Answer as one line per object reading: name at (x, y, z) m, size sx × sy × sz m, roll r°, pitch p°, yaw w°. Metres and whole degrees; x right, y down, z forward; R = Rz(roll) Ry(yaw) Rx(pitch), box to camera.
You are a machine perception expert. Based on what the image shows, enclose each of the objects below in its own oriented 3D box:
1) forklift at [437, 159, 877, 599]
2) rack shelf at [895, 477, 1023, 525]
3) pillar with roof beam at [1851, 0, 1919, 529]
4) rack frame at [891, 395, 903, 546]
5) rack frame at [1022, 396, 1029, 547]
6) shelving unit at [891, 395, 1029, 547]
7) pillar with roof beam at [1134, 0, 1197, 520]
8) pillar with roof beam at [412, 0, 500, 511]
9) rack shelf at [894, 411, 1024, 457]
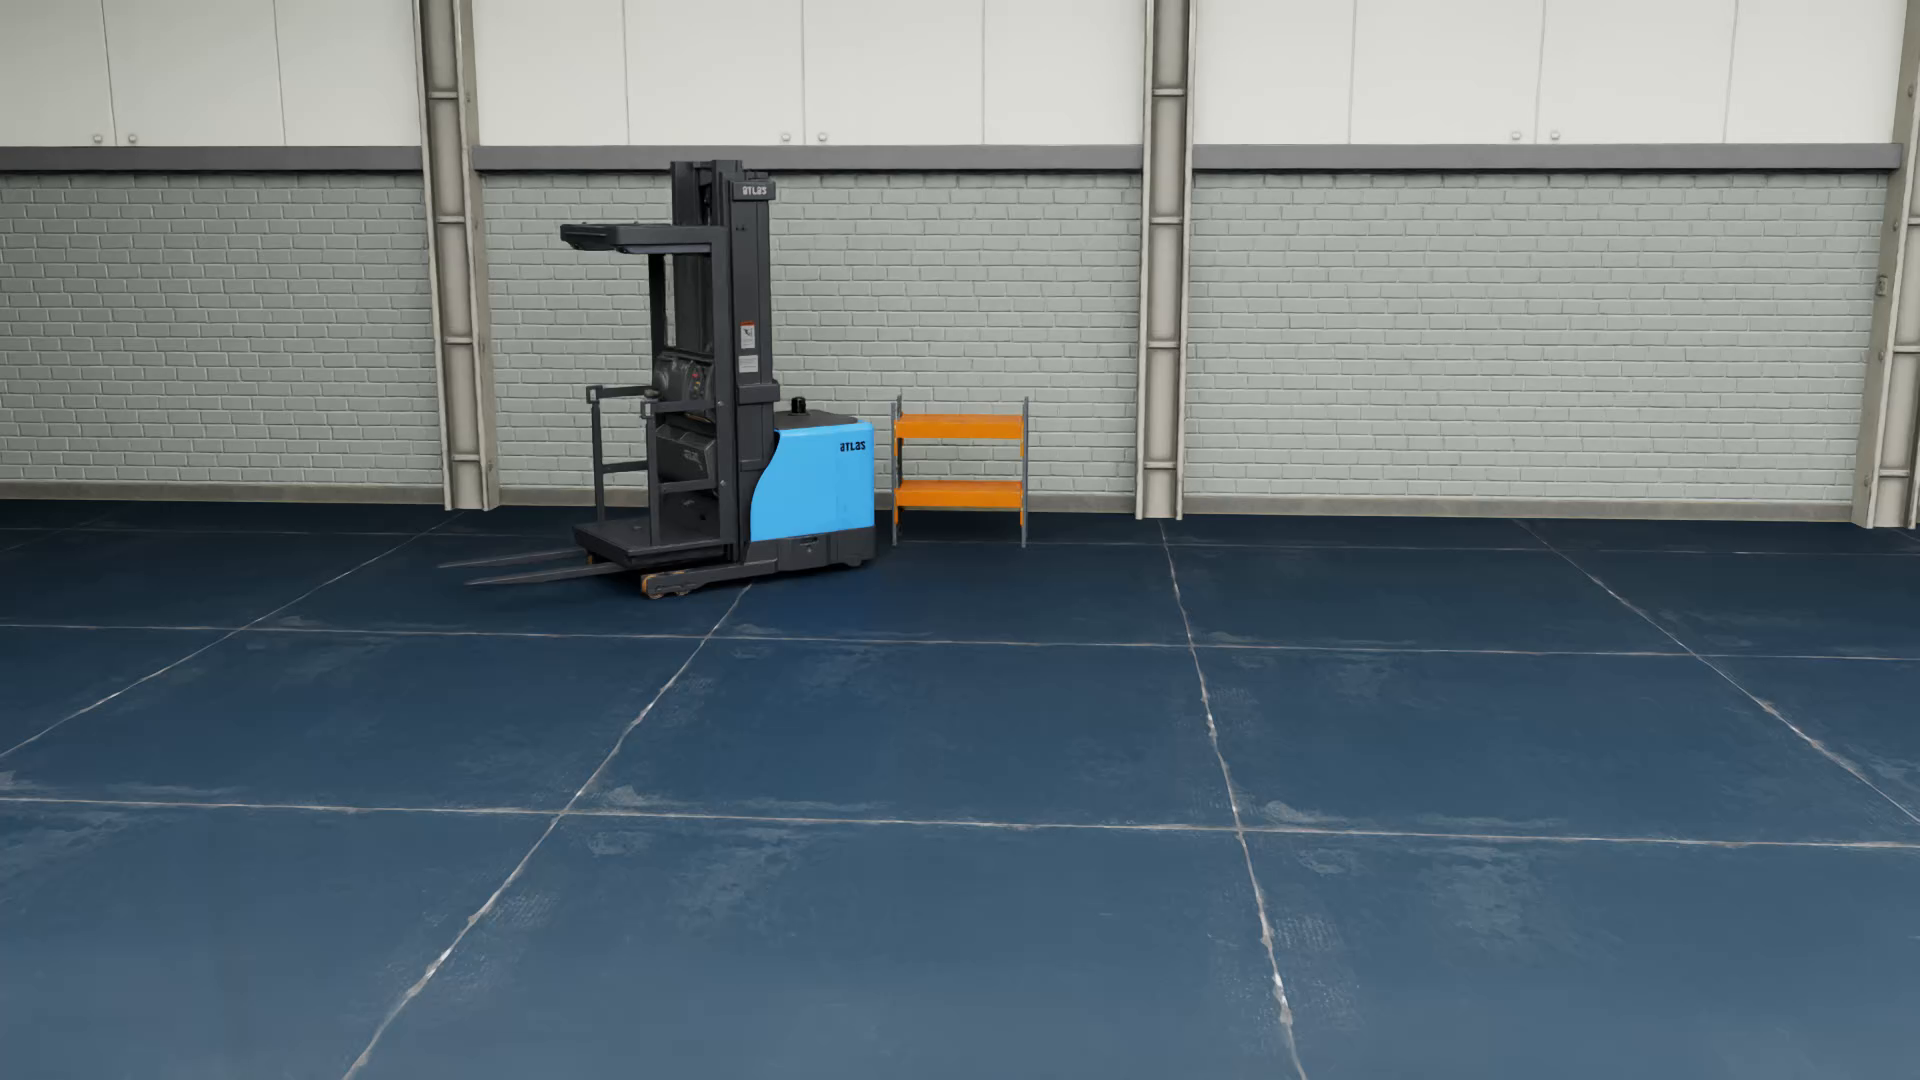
forklift at (-2.126, -1.156, 11.634) m, size 3.031 × 2.935 × 1.130 m, roll -8°, pitch 14°, yaw -33°
rack shelf at (0.007, -0.311, 13.203) m, size 1.000 × 0.278 × 0.538 m, roll 1°, pitch 12°, yaw 4°
pillar with roof beam at (7.397, -3.649, 8.732) m, size 0.400 × 9.000 × 9.100 m, roll 1°, pitch 12°, yaw 4°
rack frame at (-0.500, -0.557, 13.186) m, size 0.032 × 1.125 × 0.500 m, roll 1°, pitch 12°, yaw 4°
rack frame at (0.514, -0.544, 13.119) m, size 0.032 × 1.125 × 0.500 m, roll 1°, pitch 12°, yaw 4°
shelving unit at (0.007, -0.550, 13.152) m, size 1.048 × 1.125 × 0.538 m, roll 1°, pitch 12°, yaw 4°
pillar with roof beam at (1.410, -3.731, 9.125) m, size 0.400 × 9.000 × 9.100 m, roll 1°, pitch 12°, yaw 4°
pillar with roof beam at (-4.577, -3.813, 9.517) m, size 0.400 × 9.000 × 9.100 m, roll 1°, pitch 12°, yaw 4°
rack shelf at (0.007, -0.837, 13.093) m, size 1.000 × 0.278 × 0.538 m, roll 1°, pitch 12°, yaw 4°
